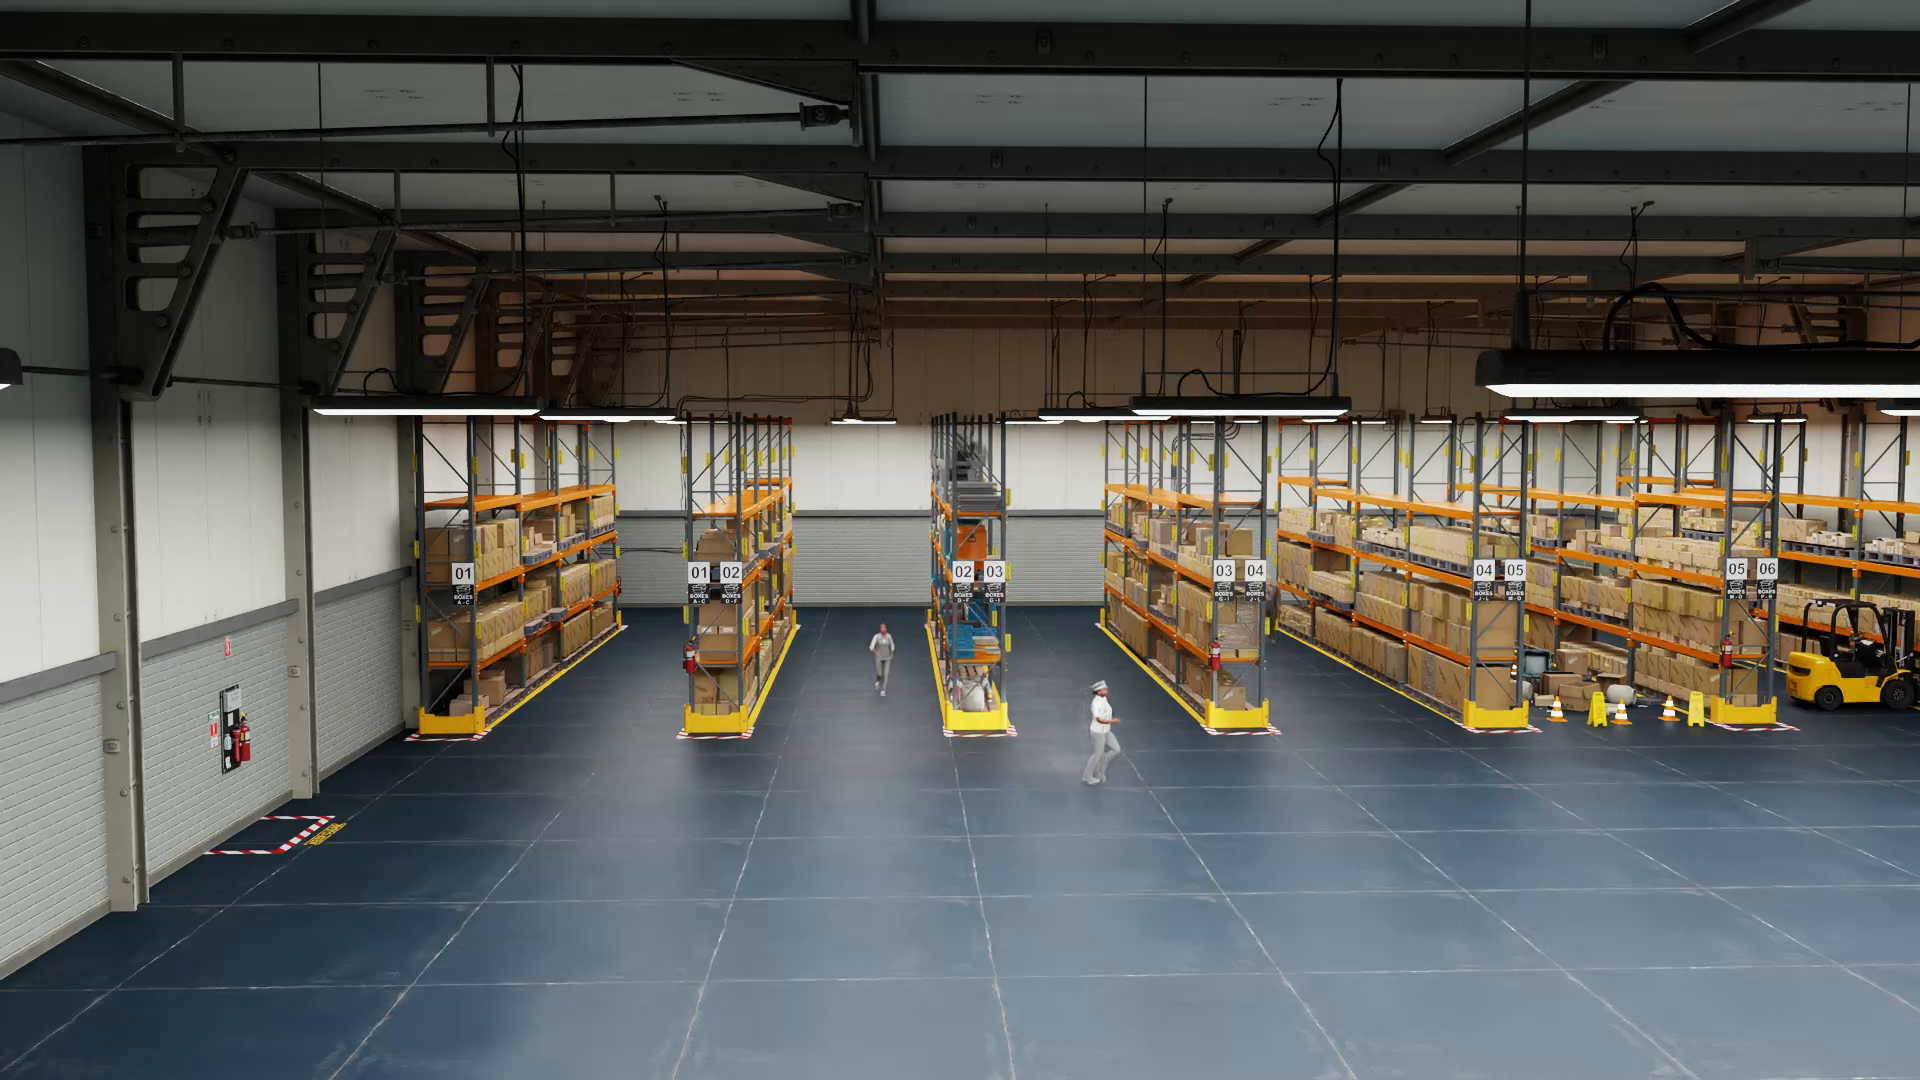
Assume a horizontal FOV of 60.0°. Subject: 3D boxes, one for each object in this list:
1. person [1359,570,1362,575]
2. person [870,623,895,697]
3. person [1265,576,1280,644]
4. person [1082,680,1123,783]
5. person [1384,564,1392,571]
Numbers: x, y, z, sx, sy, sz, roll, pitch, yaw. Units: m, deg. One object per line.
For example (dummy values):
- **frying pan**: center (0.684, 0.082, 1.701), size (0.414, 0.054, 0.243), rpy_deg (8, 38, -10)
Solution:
- **person**: center (11.433, 1.683, 47.630), size (0.597, 1.647, 0.564), rpy_deg (-1, 4, -19)
- **person**: center (-1.645, 2.537, 35.401), size (0.534, 1.553, 0.557), rpy_deg (-1, 4, -14)
- **person**: center (8.138, 1.841, 43.914), size (0.718, 1.749, 0.965), rpy_deg (-1, 4, -10)
- **person**: center (2.283, 3.070, 26.580), size (0.651, 1.675, 0.544), rpy_deg (2, 4, 24)
- **person**: center (12.636, 1.477, 49.179), size (0.973, 1.783, 0.662), rpy_deg (-1, 4, -15)
